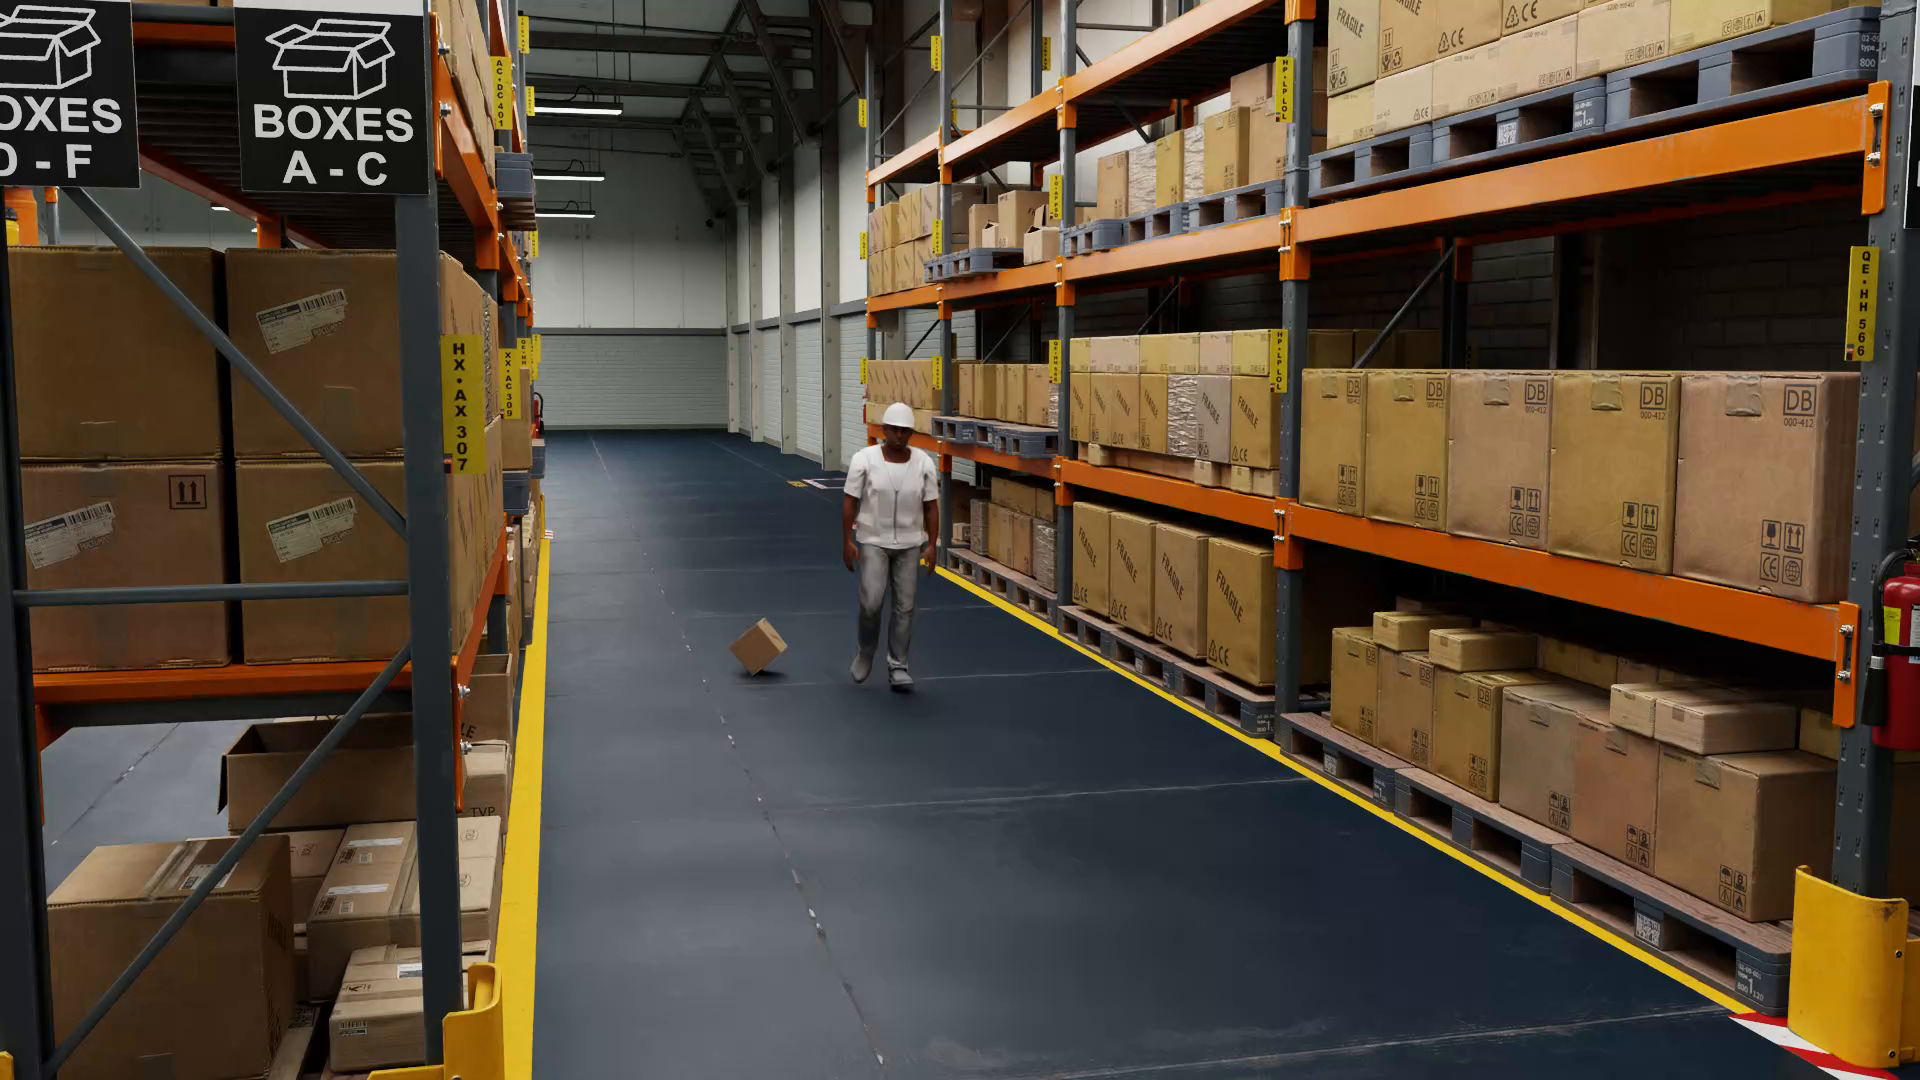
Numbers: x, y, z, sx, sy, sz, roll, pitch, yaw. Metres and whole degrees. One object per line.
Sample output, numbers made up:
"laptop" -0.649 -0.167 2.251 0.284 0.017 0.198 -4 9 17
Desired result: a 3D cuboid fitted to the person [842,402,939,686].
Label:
"person" -0.427 0.030 10.250 0.594 1.757 0.535 -2 6 -15
